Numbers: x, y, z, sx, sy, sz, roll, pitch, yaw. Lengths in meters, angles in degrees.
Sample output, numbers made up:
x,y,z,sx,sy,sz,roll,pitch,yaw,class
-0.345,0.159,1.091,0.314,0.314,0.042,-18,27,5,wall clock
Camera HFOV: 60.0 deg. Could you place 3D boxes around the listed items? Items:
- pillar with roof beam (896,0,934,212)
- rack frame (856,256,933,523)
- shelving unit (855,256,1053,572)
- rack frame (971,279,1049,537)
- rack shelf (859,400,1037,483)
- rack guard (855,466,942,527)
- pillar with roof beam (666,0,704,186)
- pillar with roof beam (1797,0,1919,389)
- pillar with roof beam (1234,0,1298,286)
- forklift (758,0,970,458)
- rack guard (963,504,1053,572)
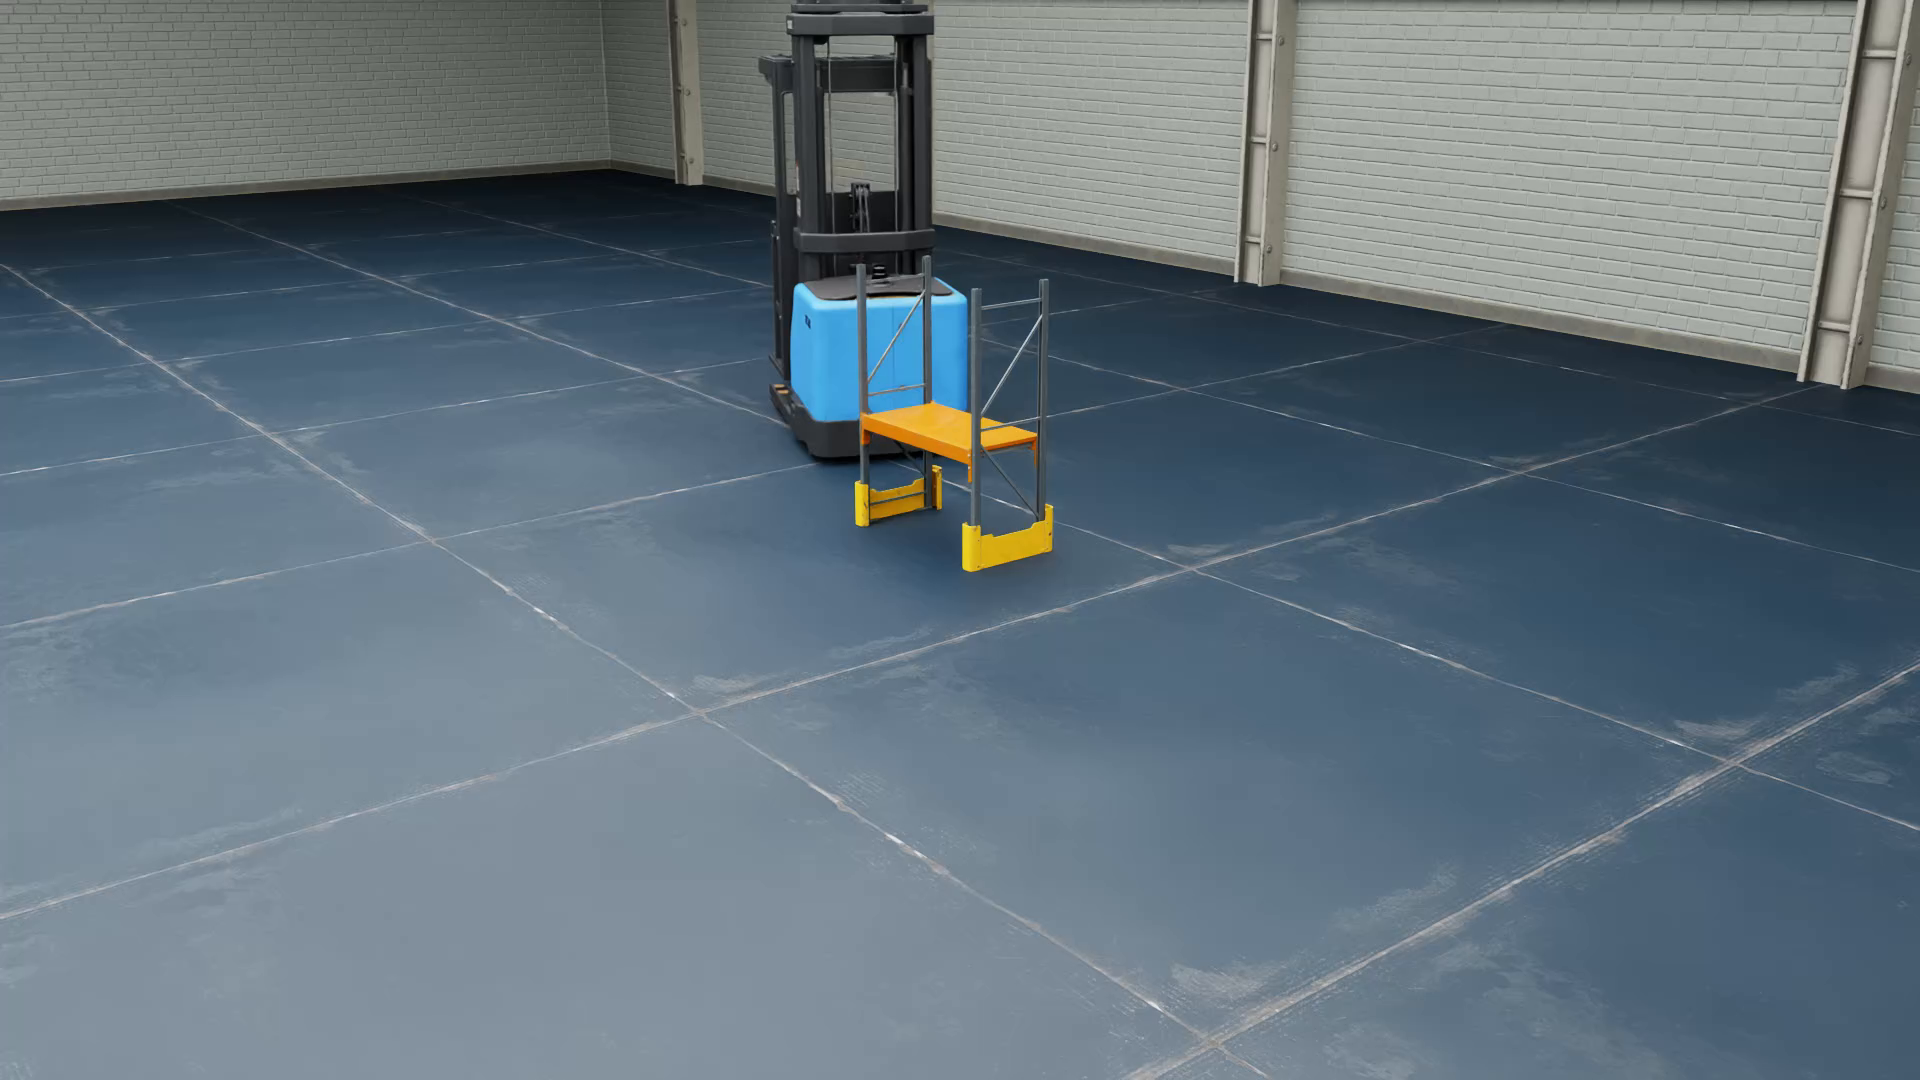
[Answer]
x,y,z,sx,sy,sz,roll,pitch,yaw,class
-3.955,-7.634,18.101,9.100,9.000,0.400,-14,23,-36,pillar with roof beam
-0.369,-0.858,9.569,0.500,1.500,0.032,-14,23,-36,rack frame
-0.047,-0.731,9.183,0.587,1.500,1.083,-14,23,-36,shelving unit
0.263,-0.608,8.812,0.500,1.500,0.032,-14,23,-36,rack frame
-0.053,-0.562,9.247,0.538,0.185,1.000,-14,23,-36,rack shelf
-0.357,-0.260,9.751,0.587,0.250,0.087,-14,23,-36,rack guard
-7.680,-9.112,22.566,9.100,9.000,0.400,-14,23,-36,pillar with roof beam
3.496,-4.677,9.171,9.100,9.000,0.400,-14,23,-36,pillar with roof beam
-0.229,-6.155,13.636,9.100,9.000,0.400,-14,23,-36,pillar with roof beam
-0.793,-2.349,11.793,1.130,2.935,3.031,-5,19,-13,forklift
0.262,-0.015,9.009,0.587,0.250,0.087,-14,23,-36,rack guard
